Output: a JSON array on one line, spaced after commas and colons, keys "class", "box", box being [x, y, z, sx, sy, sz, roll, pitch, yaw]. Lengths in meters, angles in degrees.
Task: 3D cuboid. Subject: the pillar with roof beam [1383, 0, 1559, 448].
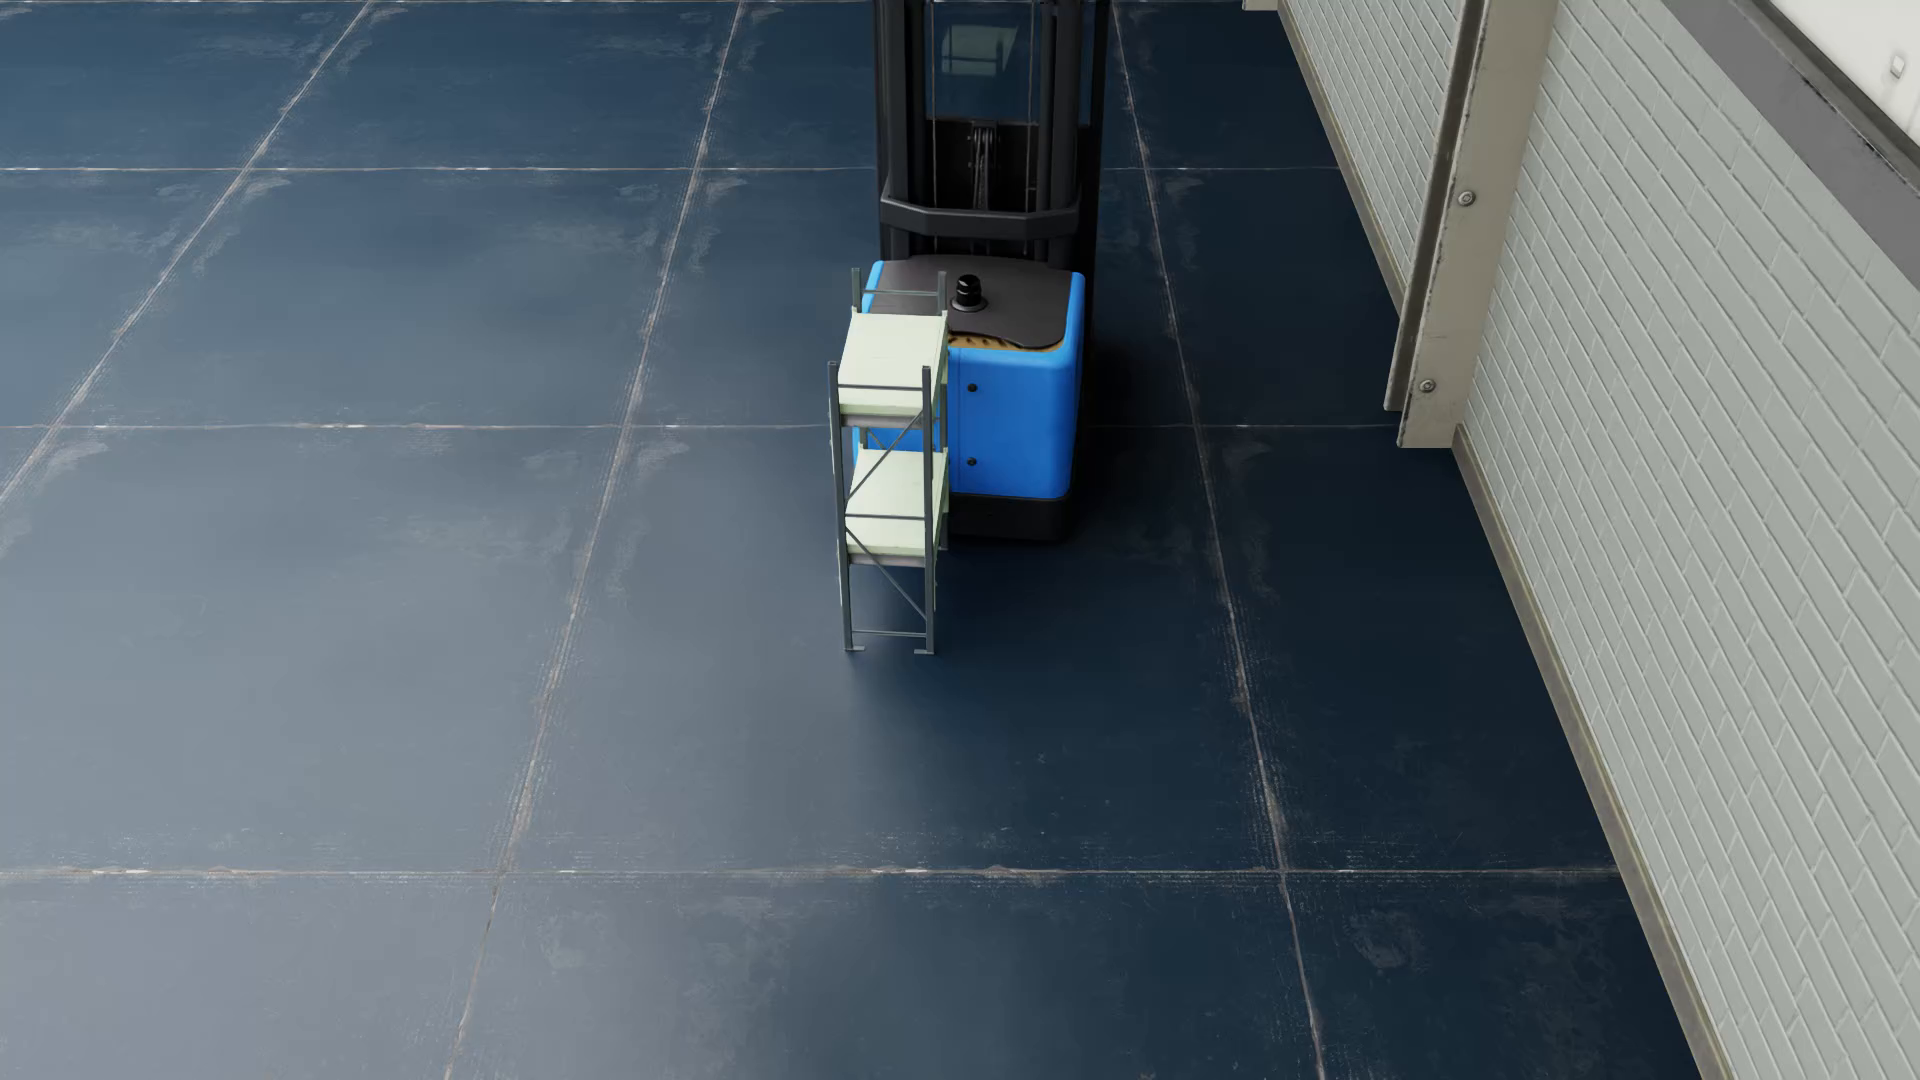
[{"class": "pillar with roof beam", "box": [-1.885, -4.109, 5.928, 9.100, 9.000, 0.400, 0, 39, 0]}]

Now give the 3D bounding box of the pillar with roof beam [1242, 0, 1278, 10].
[{"class": "pillar with roof beam", "box": [-1.892, -7.862, 10.610, 9.100, 9.000, 0.400, 0, 39, 0]}]

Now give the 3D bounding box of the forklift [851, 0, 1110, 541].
[{"class": "forklift", "box": [0.169, -2.054, 8.214, 1.130, 2.935, 3.031, 4, 39, 5]}]

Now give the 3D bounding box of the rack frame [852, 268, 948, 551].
[{"class": "rack frame", "box": [-0.257, -0.549, 7.482, 0.400, 1.500, 0.023, 3, 39, 3]}]

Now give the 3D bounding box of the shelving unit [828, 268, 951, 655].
[{"class": "shelving unit", "box": [-0.285, -0.321, 7.197, 0.431, 1.500, 0.755, 3, 39, 3]}]

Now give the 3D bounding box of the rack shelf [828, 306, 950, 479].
[{"class": "rack shelf", "box": [-0.285, -0.626, 6.953, 0.431, 0.370, 0.720, 3, 39, 3]}]

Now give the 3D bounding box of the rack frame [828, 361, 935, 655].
[{"class": "rack frame", "box": [-0.313, -0.093, 6.912, 0.400, 1.500, 0.023, 3, 39, 3]}]

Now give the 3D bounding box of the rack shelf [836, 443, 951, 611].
[{"class": "rack shelf", "box": [-0.285, -0.067, 7.401, 0.431, 0.370, 0.720, 3, 39, 3]}]
